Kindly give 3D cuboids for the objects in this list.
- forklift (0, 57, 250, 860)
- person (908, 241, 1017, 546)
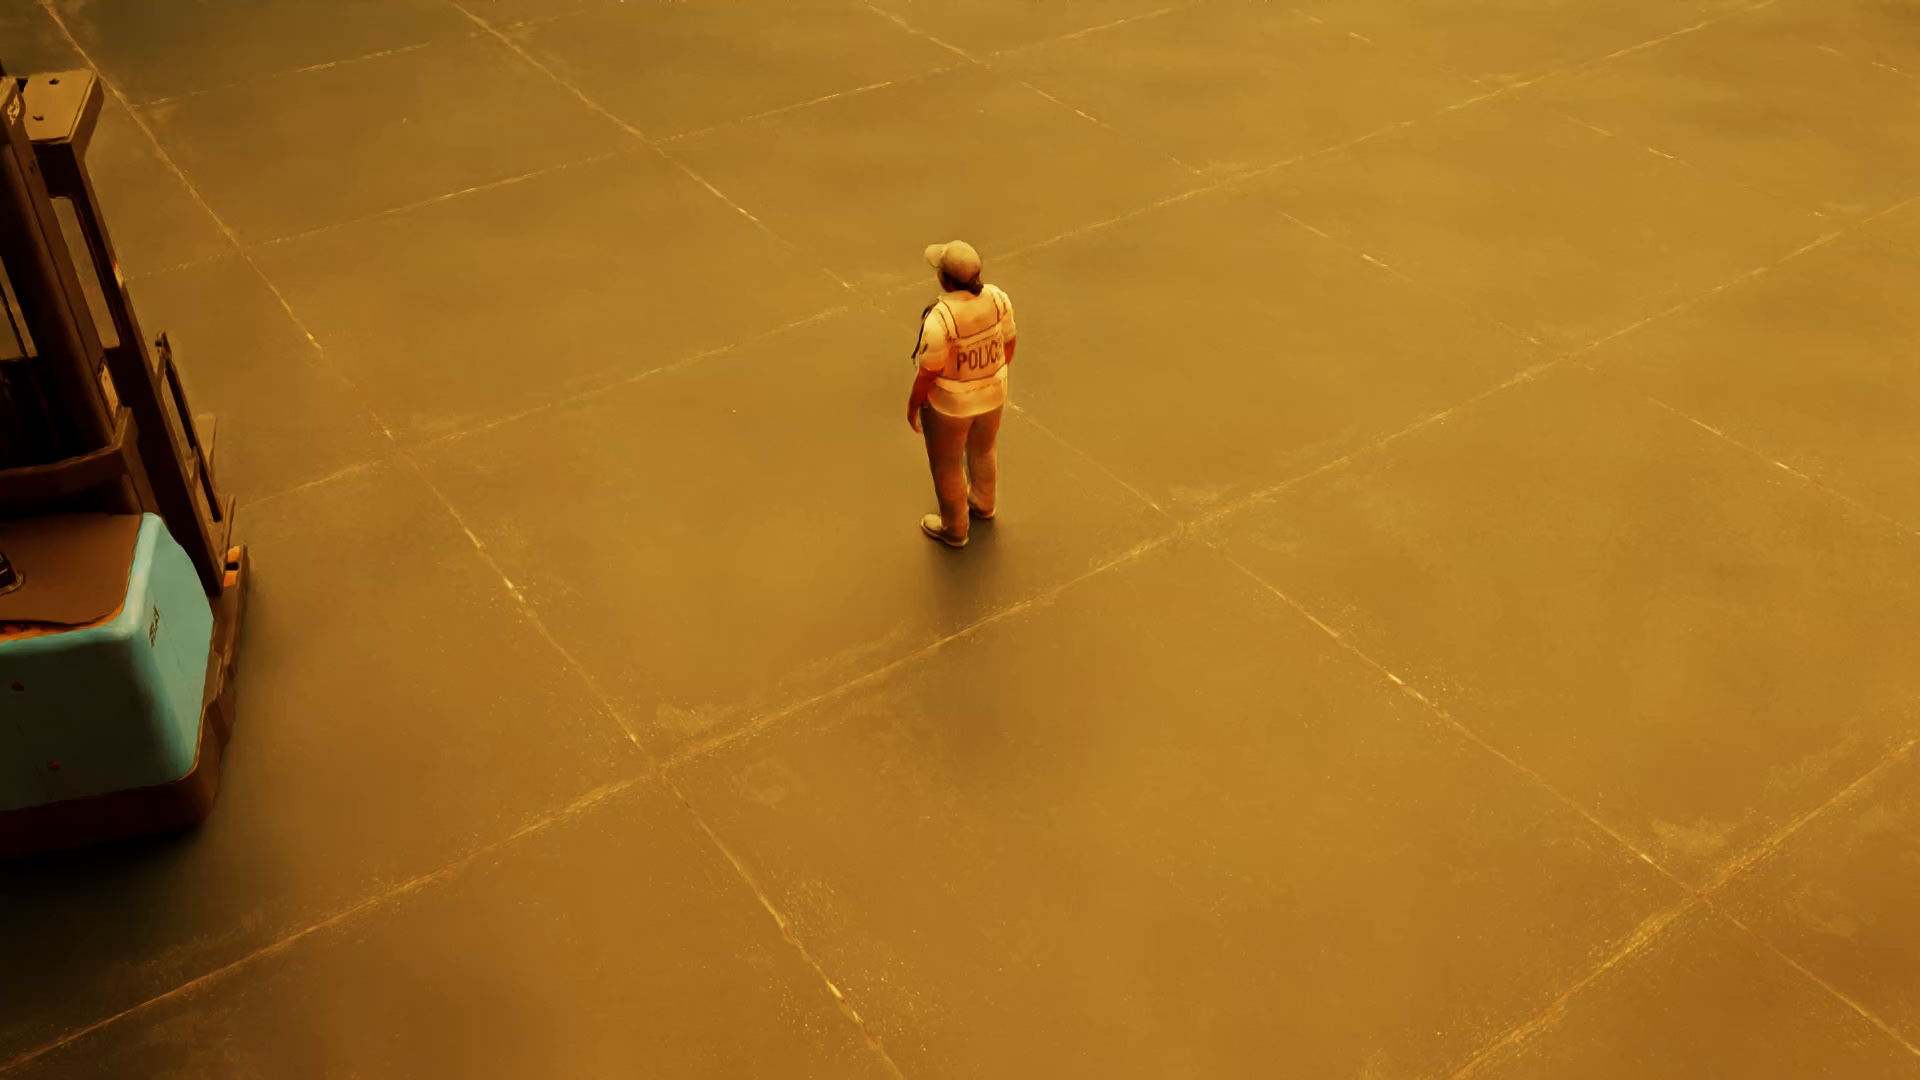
[{"bbox_3d":[-3.945,-0.763,6.976,1.130,2.935,3.031,-9,37,-12],"label":"forklift"},{"bbox_3d":[-0.026,-0.721,7.971,0.598,1.669,0.529,-23,42,-28],"label":"person"}]
